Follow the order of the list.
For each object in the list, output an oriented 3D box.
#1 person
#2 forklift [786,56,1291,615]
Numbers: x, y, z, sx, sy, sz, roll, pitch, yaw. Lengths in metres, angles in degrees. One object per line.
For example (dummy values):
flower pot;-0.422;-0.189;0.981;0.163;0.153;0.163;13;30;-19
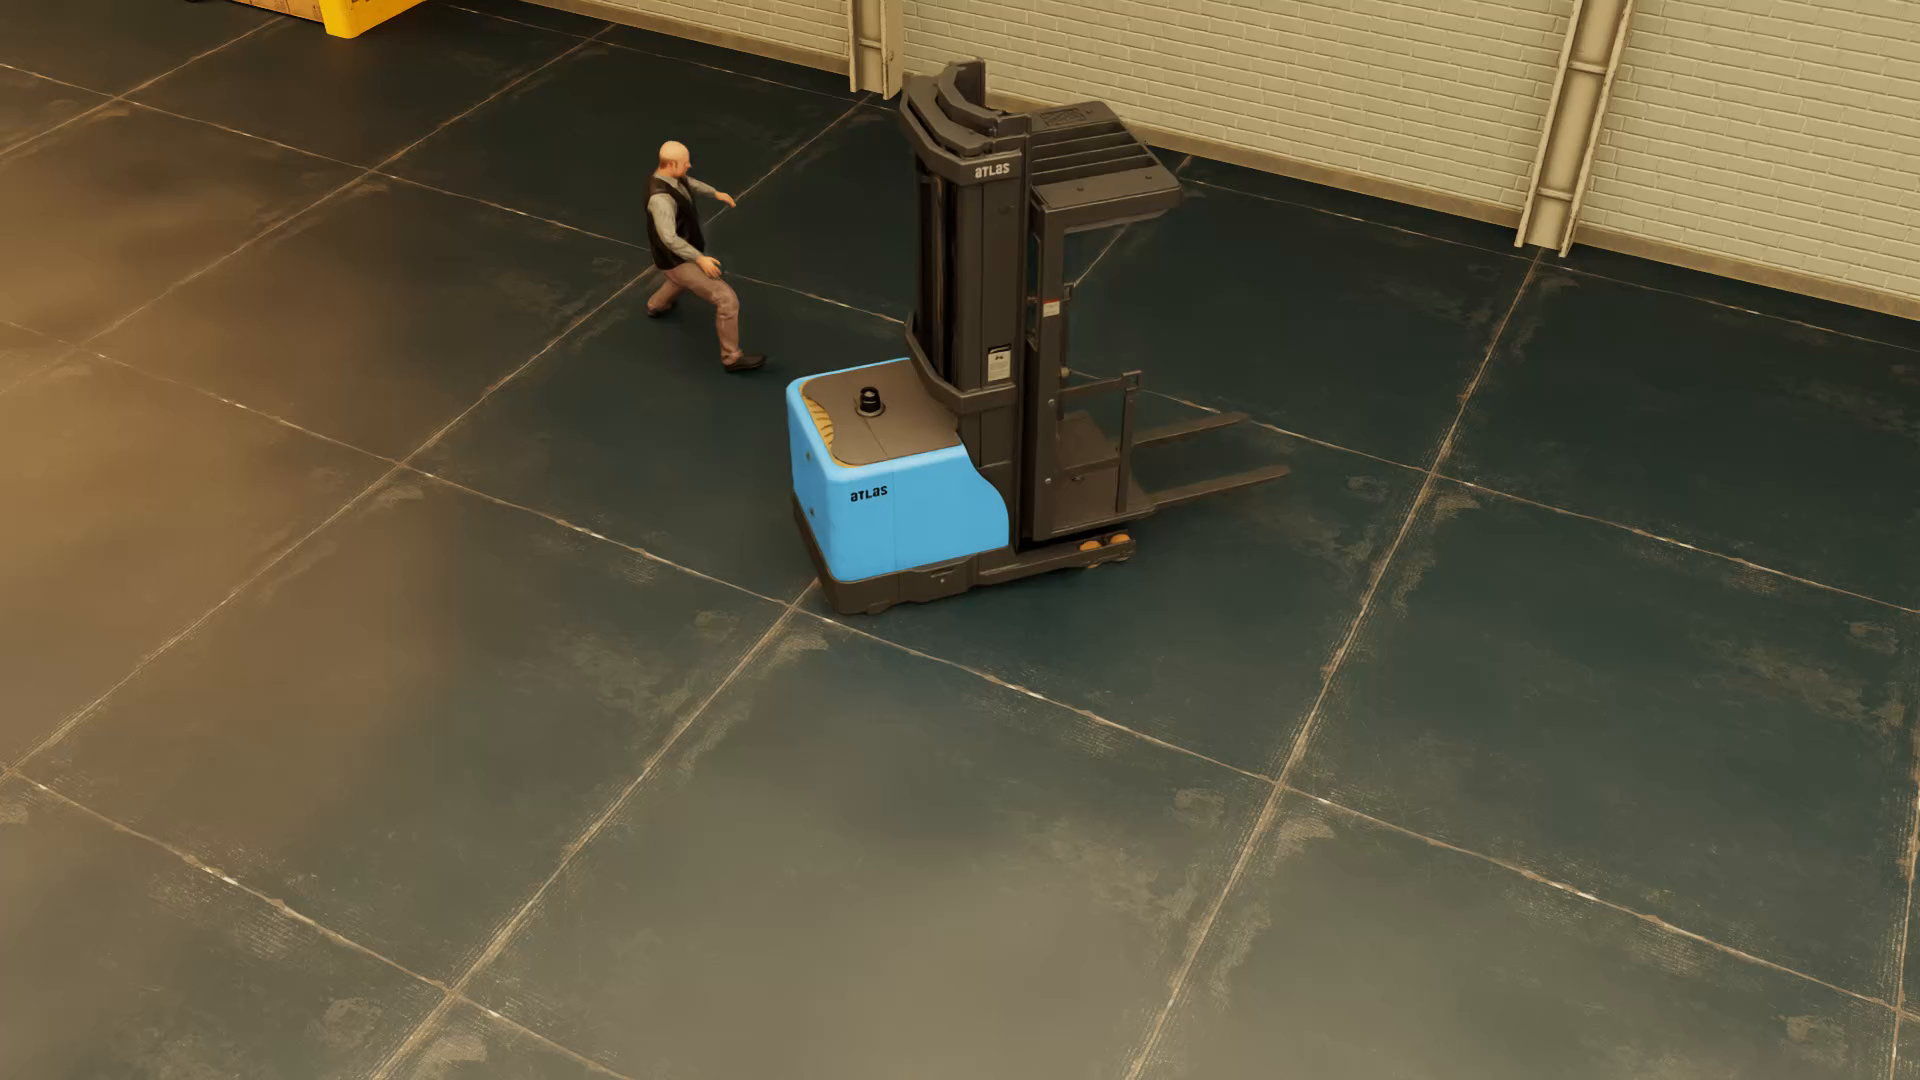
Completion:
person;-1.832;-2.040;11.518;0.913;1.576;0.996;-1;40;-2
forklift;0.542;-1.259;9.482;3.031;2.935;1.130;-13;42;-15
